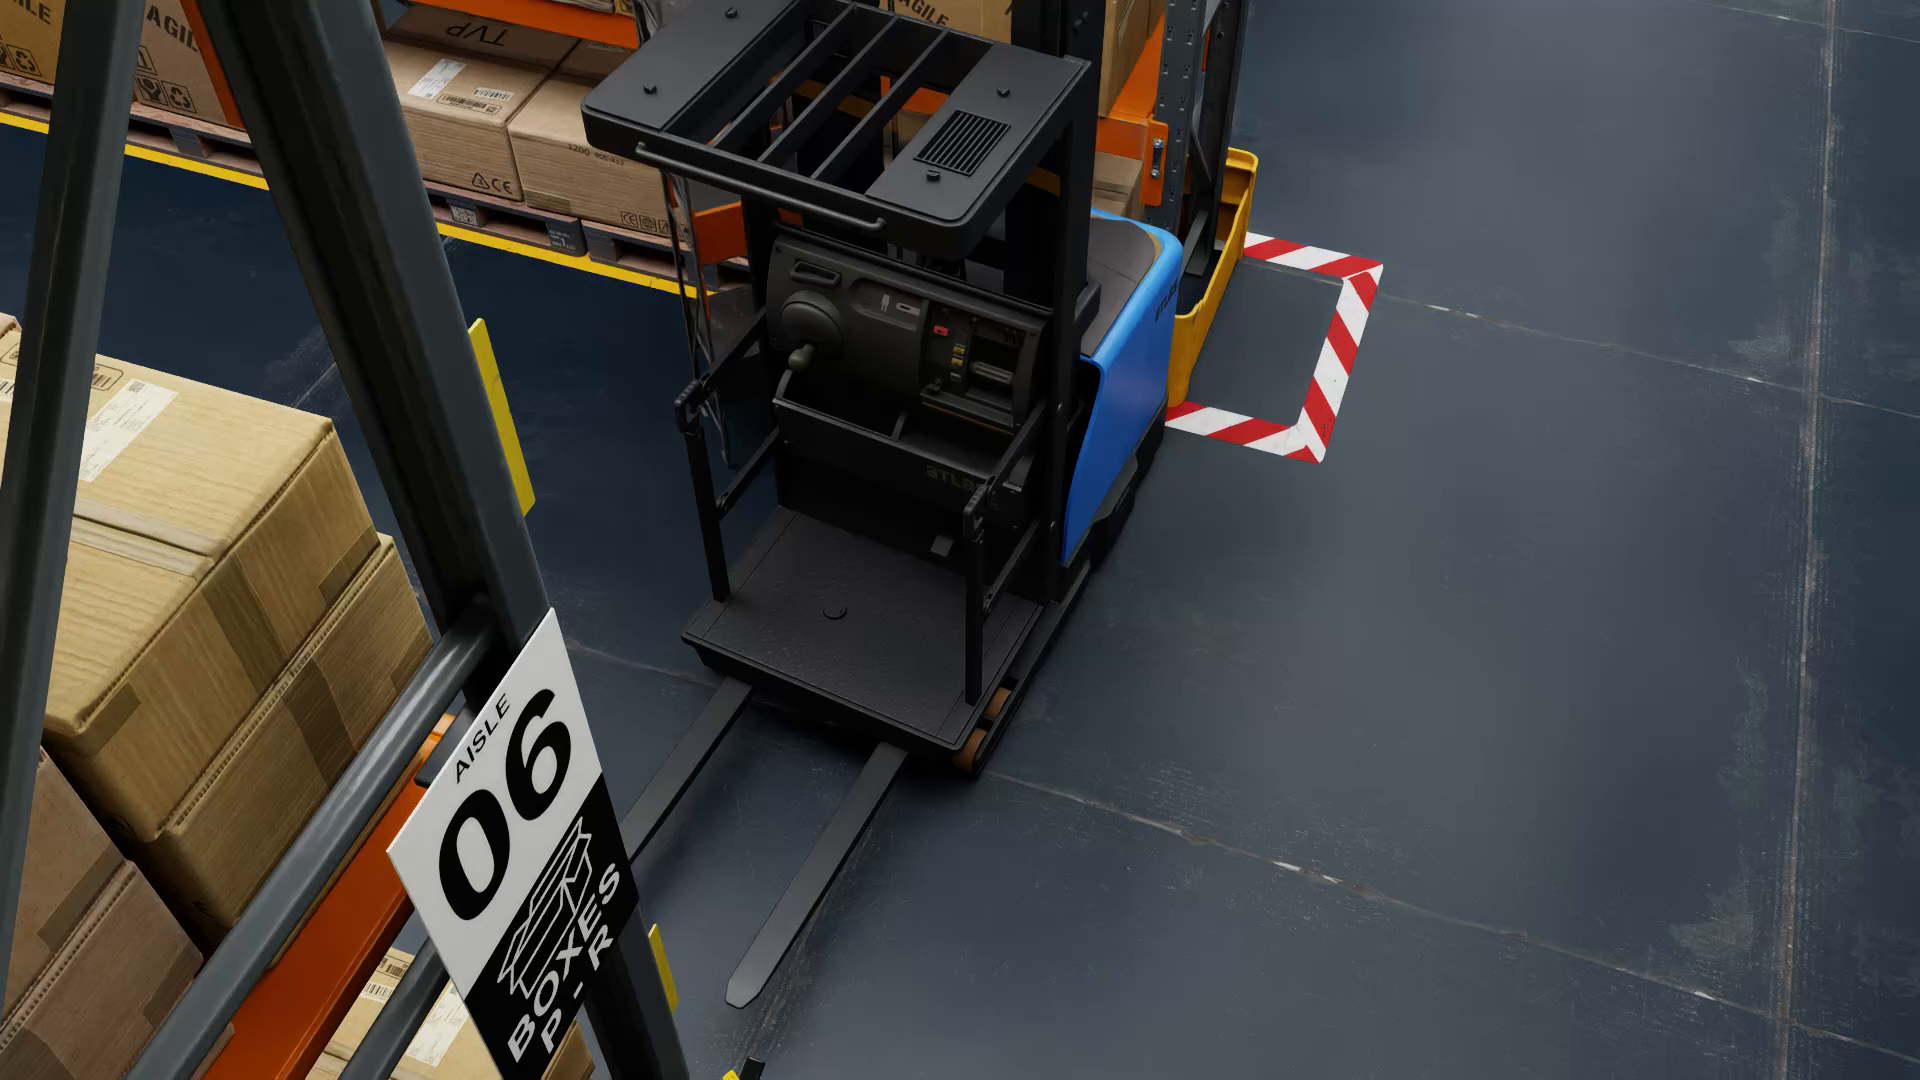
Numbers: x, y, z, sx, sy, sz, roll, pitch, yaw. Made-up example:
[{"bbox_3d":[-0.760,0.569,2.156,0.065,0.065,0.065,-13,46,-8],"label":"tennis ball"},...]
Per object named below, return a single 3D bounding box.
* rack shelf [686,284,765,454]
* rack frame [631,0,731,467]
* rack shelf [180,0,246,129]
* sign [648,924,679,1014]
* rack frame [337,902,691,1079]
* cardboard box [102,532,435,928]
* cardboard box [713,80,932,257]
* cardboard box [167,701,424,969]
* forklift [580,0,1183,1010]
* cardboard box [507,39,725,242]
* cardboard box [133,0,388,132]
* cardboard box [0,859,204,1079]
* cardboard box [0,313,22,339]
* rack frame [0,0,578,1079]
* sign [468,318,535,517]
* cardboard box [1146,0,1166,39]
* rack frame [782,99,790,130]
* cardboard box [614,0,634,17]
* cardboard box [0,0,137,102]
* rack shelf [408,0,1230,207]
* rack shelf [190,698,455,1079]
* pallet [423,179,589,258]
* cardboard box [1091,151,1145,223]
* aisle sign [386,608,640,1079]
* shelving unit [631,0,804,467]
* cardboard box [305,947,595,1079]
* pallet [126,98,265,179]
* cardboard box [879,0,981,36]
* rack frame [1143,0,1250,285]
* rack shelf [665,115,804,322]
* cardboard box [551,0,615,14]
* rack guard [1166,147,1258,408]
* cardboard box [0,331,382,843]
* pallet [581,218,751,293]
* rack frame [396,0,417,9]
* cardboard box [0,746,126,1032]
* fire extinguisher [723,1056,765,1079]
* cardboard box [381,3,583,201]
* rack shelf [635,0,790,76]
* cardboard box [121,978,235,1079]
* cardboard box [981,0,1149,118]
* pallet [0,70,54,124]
[{"bbox_3d":[-0.793,-0.730,6.700,0.480,0.518,0.431,-18,51,-15],"label":"rack shelf"},{"bbox_3d":[-1.020,-1.130,6.102,0.015,2.100,0.400,-18,51,-15],"label":"rack frame"},{"bbox_3d":[-2.652,-0.722,1.665,4.000,0.370,1.077,16,51,13],"label":"rack shelf"},{"bbox_3d":[-0.588,0.861,3.212,0.005,0.325,0.100,16,51,13],"label":"sign"},{"bbox_3d":[-0.776,1.529,3.205,0.127,3.000,1.000,16,51,13],"label":"rack frame"},{"bbox_3d":[-1.097,0.189,2.285,0.500,0.250,0.500,15,51,13],"label":"cardboard box"},{"bbox_3d":[-0.574,-1.624,7.356,0.875,0.438,0.875,17,51,14],"label":"cardboard box"},{"bbox_3d":[-0.994,0.381,2.382,0.250,0.149,0.380,17,51,14],"label":"cardboard box"},{"bbox_3d":[-0.280,-0.538,5.042,1.130,2.935,3.031,21,52,17],"label":"forklift"},{"bbox_3d":[-1.420,-1.861,7.562,0.875,0.438,0.875,14,51,12],"label":"cardboard box"},{"bbox_3d":[-3.421,-2.585,7.899,0.875,0.875,0.875,17,51,14],"label":"cardboard box"},{"bbox_3d":[-1.287,0.575,1.950,0.500,0.250,0.500,15,51,12],"label":"cardboard box"},{"bbox_3d":[-1.576,-0.106,2.209,0.500,0.250,0.500,15,51,13],"label":"cardboard box"},{"bbox_3d":[-0.776,-0.435,0.938,0.127,3.000,1.000,16,51,13],"label":"rack frame"},{"bbox_3d":[-0.588,-0.124,2.075,0.005,0.325,0.100,16,51,13],"label":"sign"},{"bbox_3d":[0.590,-2.352,6.503,0.500,0.500,0.500,15,51,13],"label":"cardboard box"},{"bbox_3d":[-0.571,-1.275,6.228,0.015,2.100,0.400,-18,51,-15],"label":"rack frame"},{"bbox_3d":[-1.044,-2.357,6.508,0.500,0.500,0.500,17,51,14],"label":"cardboard box"},{"bbox_3d":[-4.271,-2.816,8.100,0.875,0.875,0.875,17,51,14],"label":"cardboard box"},{"bbox_3d":[-0.935,-2.278,6.982,4.000,0.370,1.077,16,51,13],"label":"rack shelf"},{"bbox_3d":[-2.652,0.259,2.798,4.000,0.370,1.077,16,51,13],"label":"rack shelf"},{"bbox_3d":[-2.125,-1.870,7.997,1.213,0.211,1.003,16,51,13],"label":"pallet"},{"bbox_3d":[0.287,-1.390,7.154,0.875,0.438,0.875,14,51,12],"label":"cardboard box"},{"bbox_3d":[-0.610,0.488,2.388,0.004,0.787,0.394,16,51,13],"label":"aisle sign"},{"bbox_3d":[-0.795,-1.202,6.165,0.503,2.100,0.431,-18,51,-15],"label":"shelving unit"},{"bbox_3d":[-1.108,1.171,3.418,0.500,0.250,0.500,16,51,13],"label":"cardboard box"},{"bbox_3d":[-3.561,-2.273,8.346,1.213,0.211,1.003,16,51,13],"label":"pallet"},{"bbox_3d":[-0.069,-2.104,6.288,0.500,0.500,0.500,15,51,12],"label":"cardboard box"},{"bbox_3d":[0.941,-1.990,6.256,0.127,3.000,1.000,16,51,13],"label":"rack frame"},{"bbox_3d":[-0.795,-1.193,6.175,0.480,0.518,0.431,-18,51,-15],"label":"rack shelf"},{"bbox_3d":[-1.527,-2.492,6.625,0.500,0.500,0.500,16,51,13],"label":"cardboard box"},{"bbox_3d":[0.963,-1.165,7.195,0.348,0.500,1.175,16,51,13],"label":"rack guard"},{"bbox_3d":[-1.105,0.041,2.082,0.500,0.250,0.500,15,51,13],"label":"cardboard box"},{"bbox_3d":[-0.977,-1.551,7.721,1.213,0.211,1.003,16,51,13],"label":"pallet"},{"bbox_3d":[-2.811,-3.038,7.164,0.127,3.000,1.000,16,51,13],"label":"rack frame"},{"bbox_3d":[-1.289,0.416,1.757,0.500,0.250,0.500,14,51,12],"label":"cardboard box"},{"bbox_3d":[-0.478,1.388,3.626,0.183,0.674,0.296,16,51,13],"label":"fire extinguisher"},{"bbox_3d":[-2.260,-2.095,7.765,0.875,0.438,0.875,15,51,13],"label":"cardboard box"},{"bbox_3d":[-0.797,-1.657,5.651,0.480,0.518,0.431,-18,51,-15],"label":"rack shelf"},{"bbox_3d":[-1.156,0.709,2.097,0.250,0.149,0.380,17,51,14],"label":"cardboard box"},{"bbox_3d":[0.397,-1.962,6.165,0.500,0.500,0.500,16,51,13],"label":"cardboard box"},{"bbox_3d":[-4.710,-2.591,8.622,1.213,0.211,1.003,16,51,13],"label":"pallet"}]
